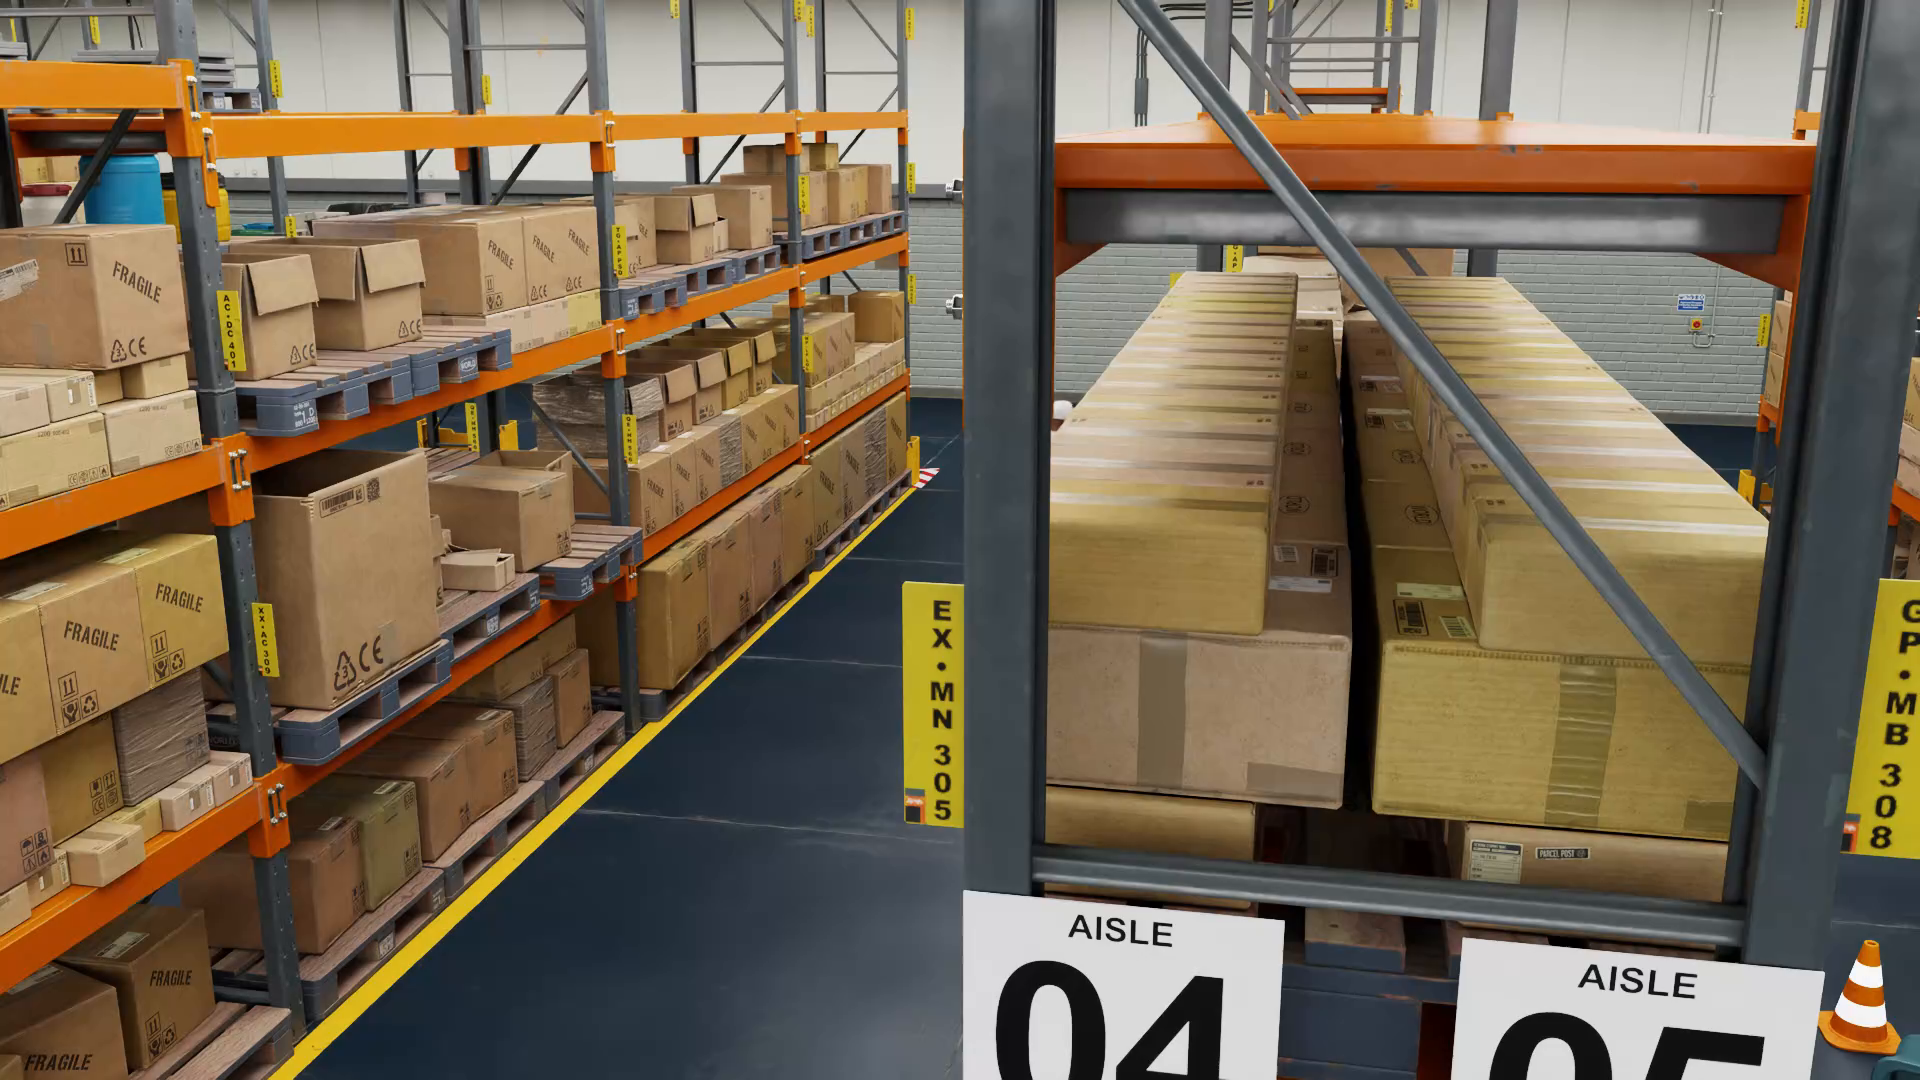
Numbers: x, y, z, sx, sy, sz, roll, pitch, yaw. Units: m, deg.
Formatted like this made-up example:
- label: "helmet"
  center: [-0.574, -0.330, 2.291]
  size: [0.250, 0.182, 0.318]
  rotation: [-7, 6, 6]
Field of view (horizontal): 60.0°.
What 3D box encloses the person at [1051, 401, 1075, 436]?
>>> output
- label: "person"
  center: [0.792, -0.290, 14.122]
  size: [0.581, 1.810, 0.621]
  rotation: [-14, 20, -42]
